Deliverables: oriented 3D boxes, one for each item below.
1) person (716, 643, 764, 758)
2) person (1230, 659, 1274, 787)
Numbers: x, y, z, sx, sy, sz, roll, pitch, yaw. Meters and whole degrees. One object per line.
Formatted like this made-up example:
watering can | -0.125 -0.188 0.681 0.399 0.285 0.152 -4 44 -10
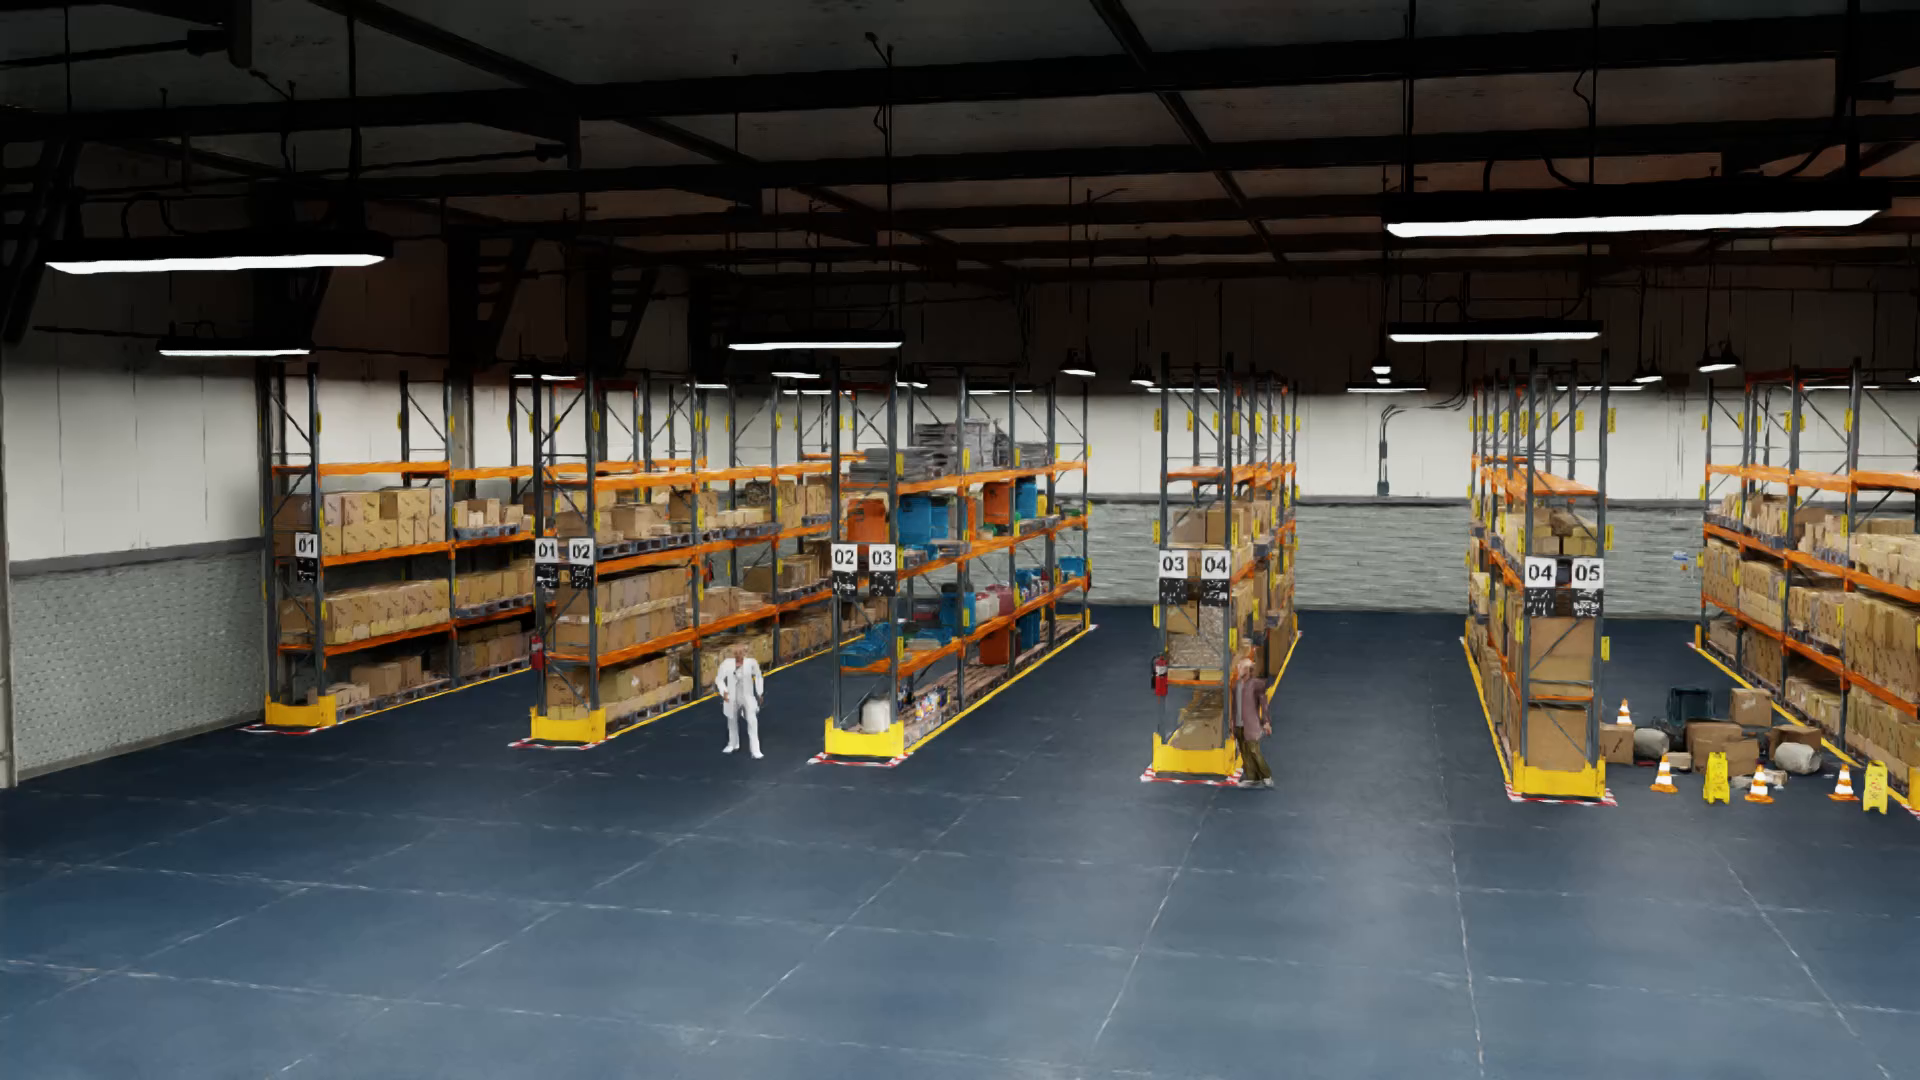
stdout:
person | -3.291 2.378 24.971 0.724 1.713 0.901 0 4 -2
person | 4.014 2.513 22.799 0.506 1.764 0.702 -3 5 -34
